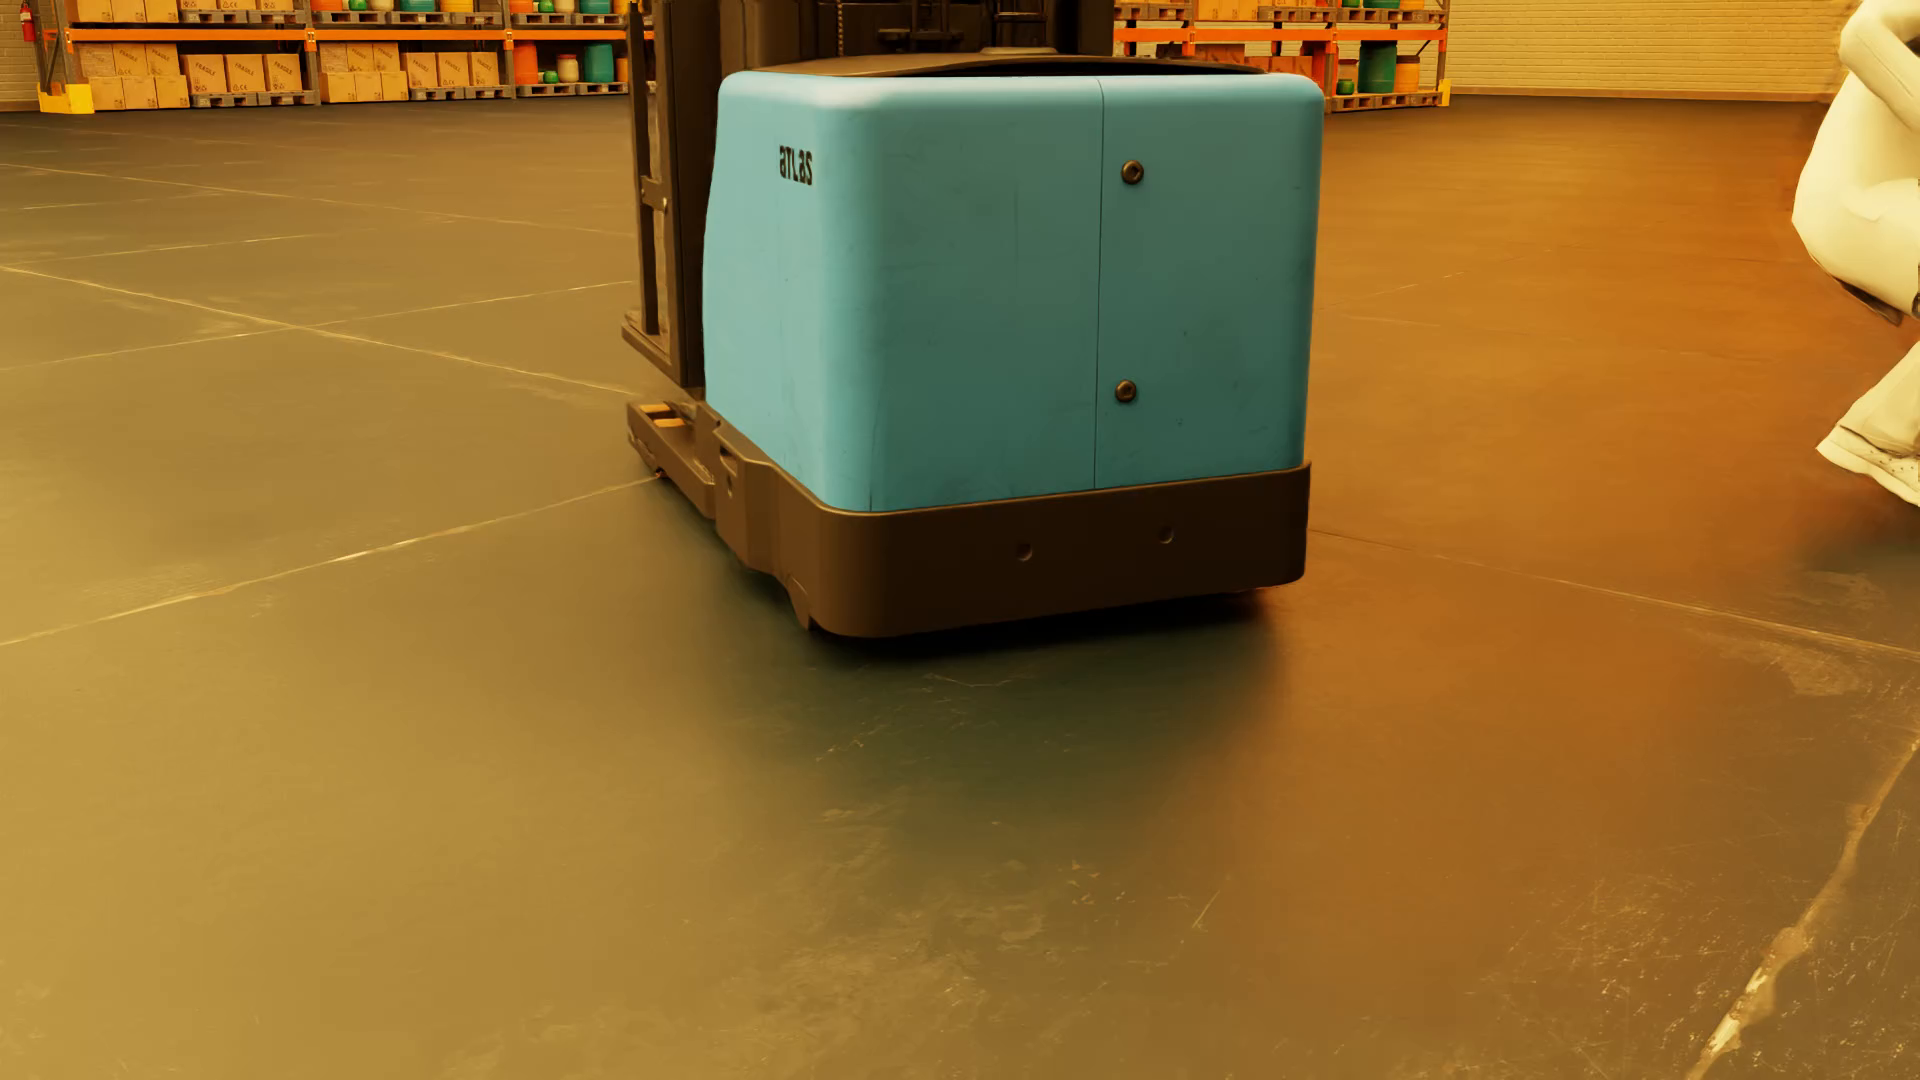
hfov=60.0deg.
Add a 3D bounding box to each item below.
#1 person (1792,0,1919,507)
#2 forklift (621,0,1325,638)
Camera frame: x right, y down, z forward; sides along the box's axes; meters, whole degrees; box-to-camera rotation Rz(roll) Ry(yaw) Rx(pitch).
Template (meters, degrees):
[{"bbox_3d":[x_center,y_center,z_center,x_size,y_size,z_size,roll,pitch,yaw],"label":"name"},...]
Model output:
[{"bbox_3d":[2.517,-0.794,4.096,0.782,1.554,0.917,16,23,41],"label":"person"},{"bbox_3d":[-0.292,-1.606,4.187,1.130,2.935,3.031,-7,18,-20],"label":"forklift"}]
